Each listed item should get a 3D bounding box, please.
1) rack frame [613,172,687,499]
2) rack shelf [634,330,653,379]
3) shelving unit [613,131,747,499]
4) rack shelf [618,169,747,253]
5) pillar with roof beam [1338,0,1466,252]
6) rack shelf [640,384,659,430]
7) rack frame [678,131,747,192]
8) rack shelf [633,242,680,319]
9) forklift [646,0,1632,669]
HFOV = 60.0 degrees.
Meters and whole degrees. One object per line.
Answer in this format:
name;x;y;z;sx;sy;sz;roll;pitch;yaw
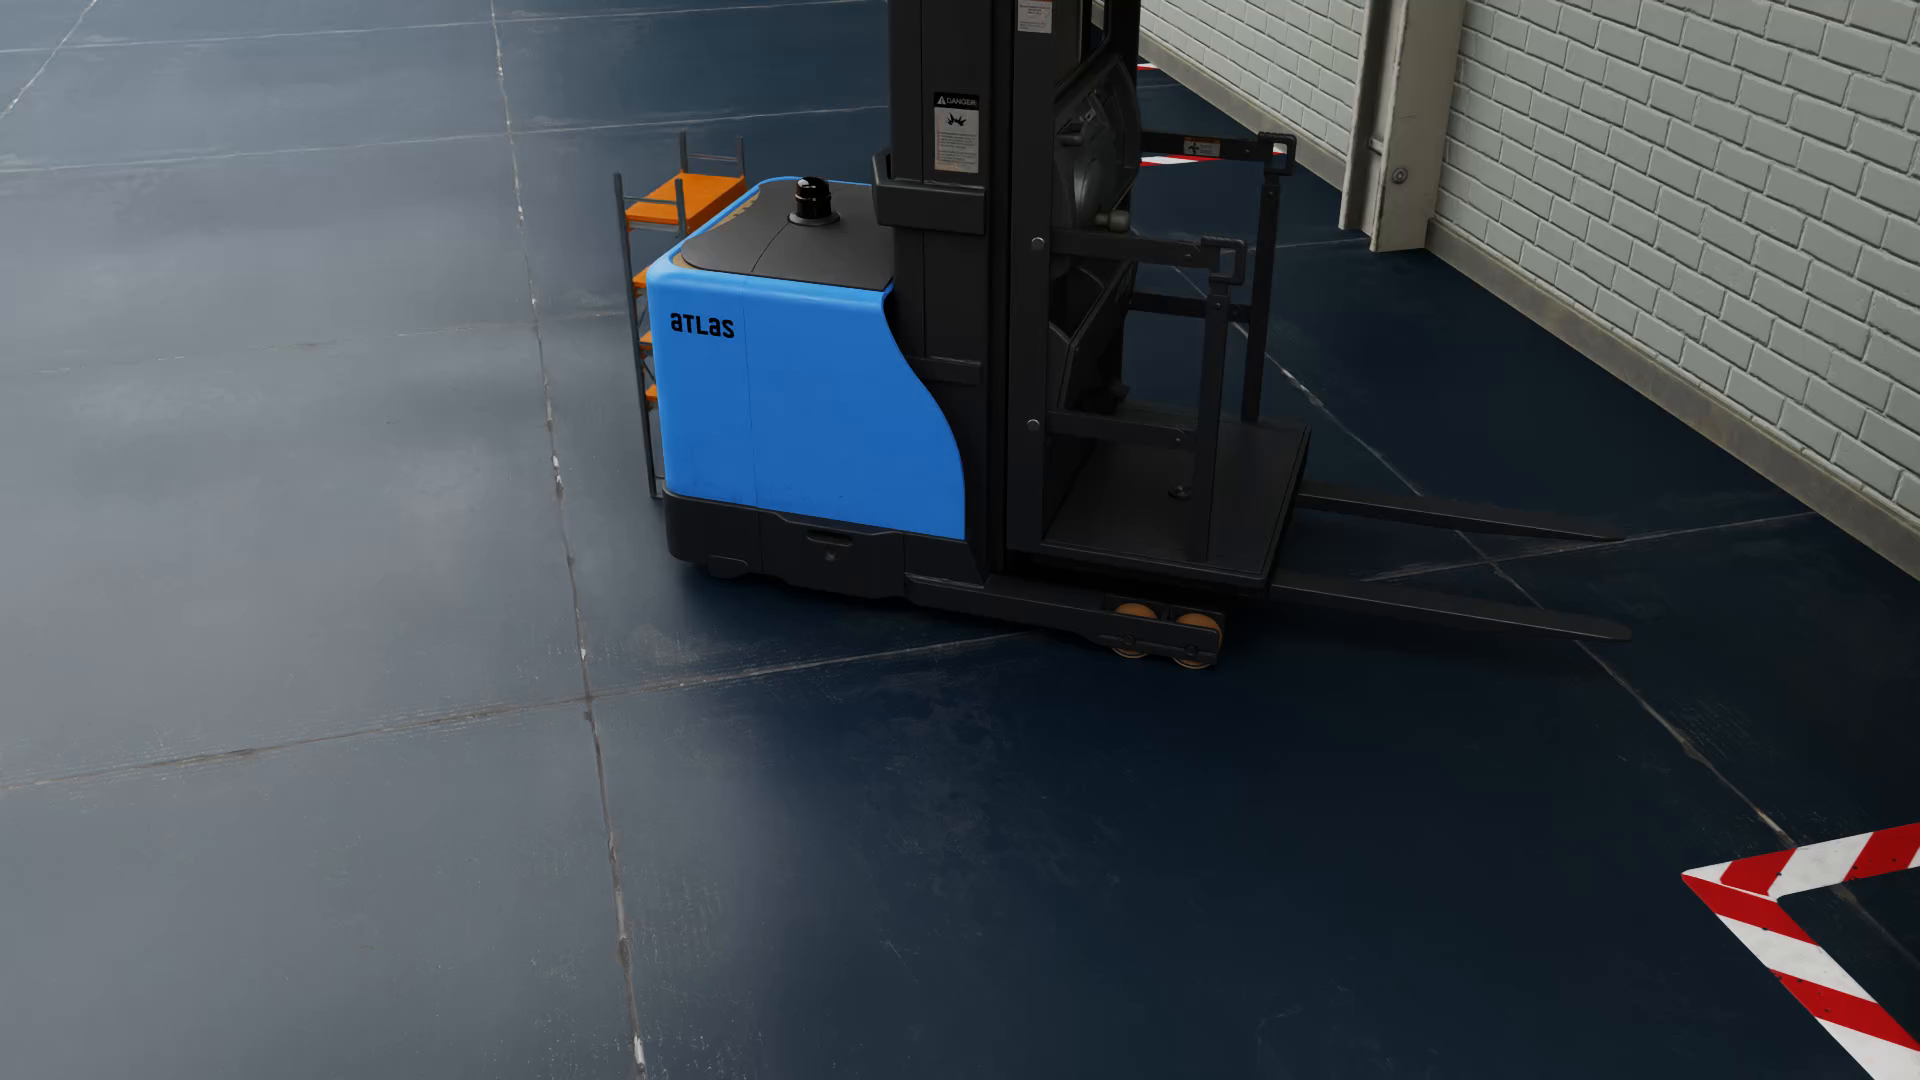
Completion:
rack frame;-1.009;-0.661;5.691;0.240;1.200;0.015;8;31;15
rack shelf;-0.937;-0.719;5.927;0.258;0.148;0.480;8;31;15
shelving unit;-0.937;-0.778;5.893;0.258;1.200;0.503;8;31;15
rack shelf;-0.940;-1.118;5.697;0.258;0.148;0.480;8;31;15
pillar with roof beam;-2.011;-4.856;5.157;9.100;9.000;0.400;-8;31;-13
rack shelf;-0.935;-0.547;6.026;0.258;0.148;0.480;8;31;15
rack frame;-0.866;-0.894;6.095;0.240;1.200;0.015;8;31;15
rack shelf;-0.938;-0.913;5.815;0.258;0.148;0.480;8;31;15
forklift;0.598;-1.174;4.853;3.031;2.935;1.130;9;31;15
